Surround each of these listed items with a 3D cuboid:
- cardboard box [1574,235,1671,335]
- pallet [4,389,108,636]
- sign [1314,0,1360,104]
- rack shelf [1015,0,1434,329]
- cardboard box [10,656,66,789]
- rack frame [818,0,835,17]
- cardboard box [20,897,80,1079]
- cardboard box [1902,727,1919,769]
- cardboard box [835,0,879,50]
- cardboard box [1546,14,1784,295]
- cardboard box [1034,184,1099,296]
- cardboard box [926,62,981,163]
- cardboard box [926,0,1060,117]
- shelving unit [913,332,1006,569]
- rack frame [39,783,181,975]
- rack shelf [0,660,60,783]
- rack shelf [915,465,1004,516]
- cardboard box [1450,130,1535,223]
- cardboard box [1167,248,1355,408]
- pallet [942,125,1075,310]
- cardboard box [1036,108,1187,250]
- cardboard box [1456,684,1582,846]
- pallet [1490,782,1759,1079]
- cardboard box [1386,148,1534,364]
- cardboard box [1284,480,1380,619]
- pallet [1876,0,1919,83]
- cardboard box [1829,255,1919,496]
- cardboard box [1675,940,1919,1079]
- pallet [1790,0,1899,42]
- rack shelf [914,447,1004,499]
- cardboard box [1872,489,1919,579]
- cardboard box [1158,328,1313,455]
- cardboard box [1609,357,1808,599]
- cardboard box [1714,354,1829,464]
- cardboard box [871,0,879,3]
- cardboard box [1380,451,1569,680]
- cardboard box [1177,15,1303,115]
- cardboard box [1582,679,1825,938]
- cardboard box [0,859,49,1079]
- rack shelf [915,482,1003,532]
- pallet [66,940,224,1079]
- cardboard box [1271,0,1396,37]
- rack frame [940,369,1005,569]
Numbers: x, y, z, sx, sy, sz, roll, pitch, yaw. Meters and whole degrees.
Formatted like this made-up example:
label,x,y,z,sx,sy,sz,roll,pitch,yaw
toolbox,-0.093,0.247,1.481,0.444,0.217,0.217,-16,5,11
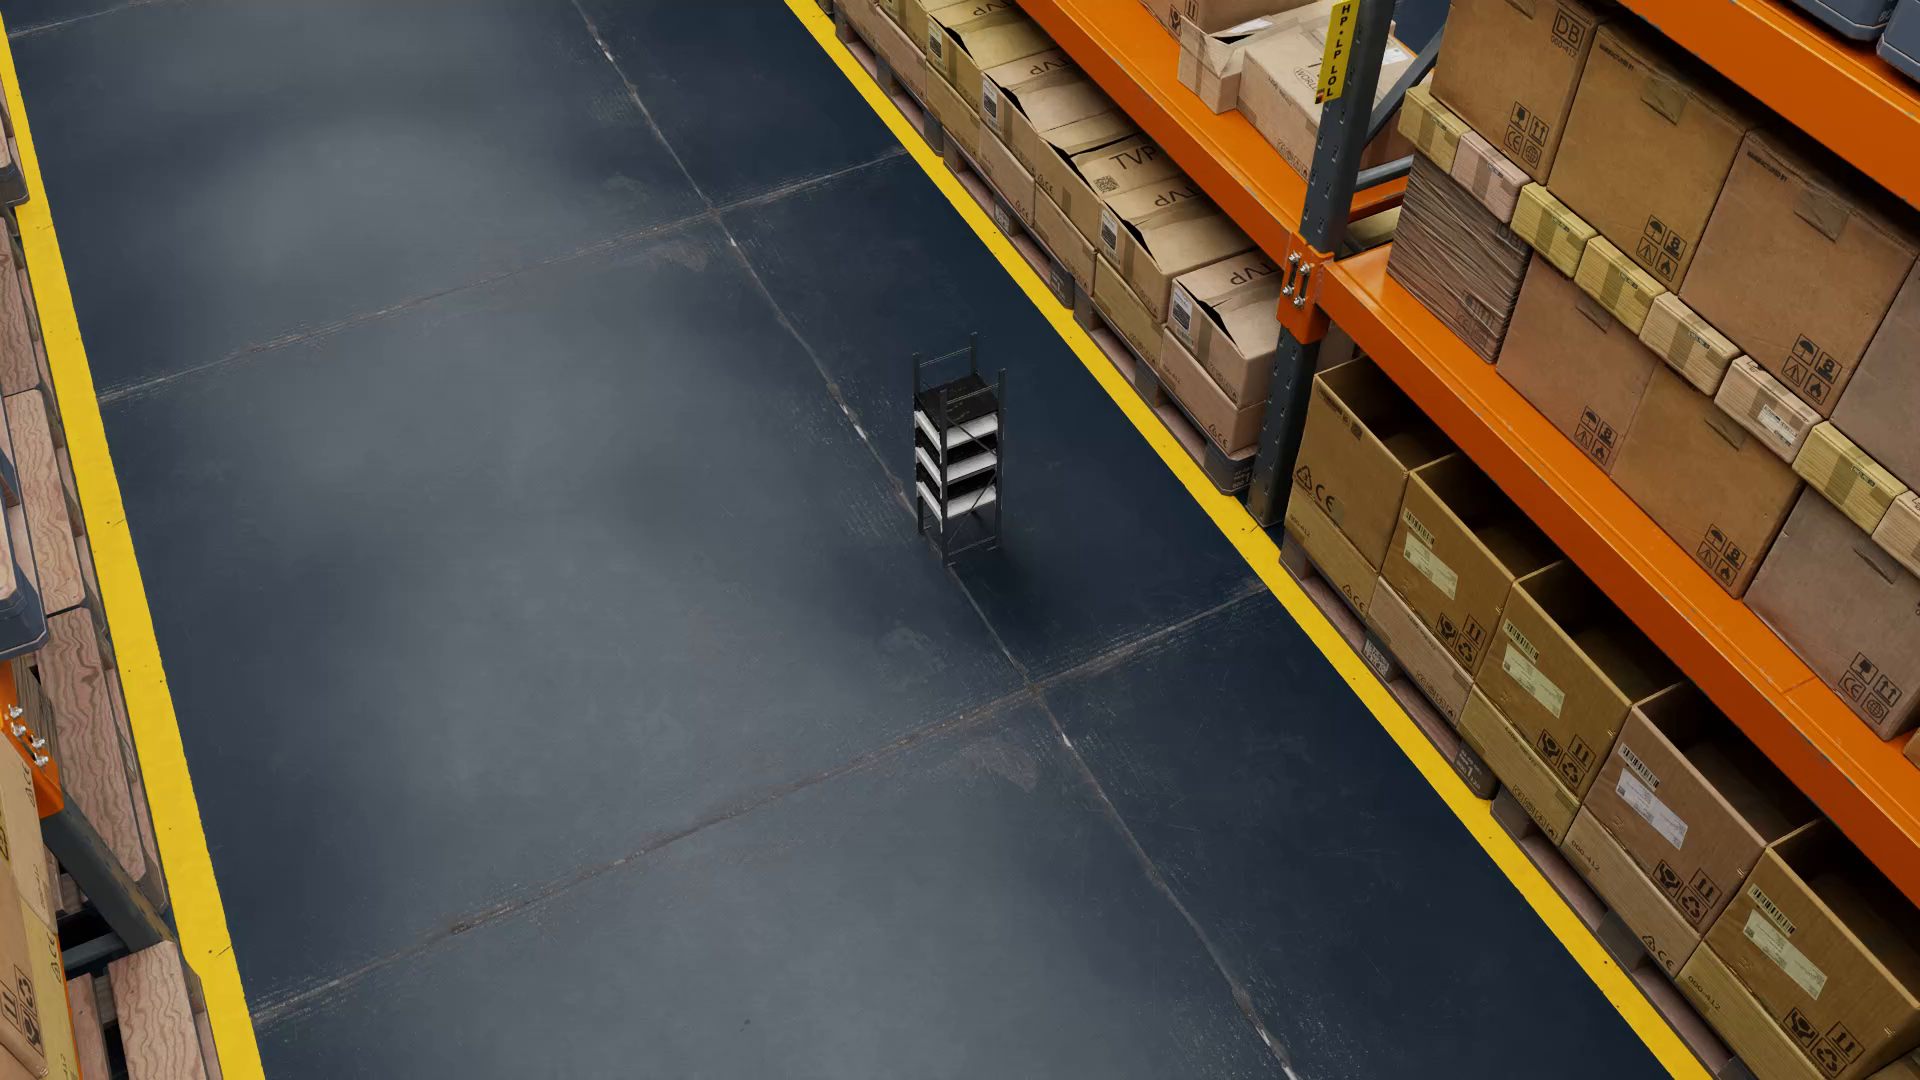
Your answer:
label,x,y,z,sx,sy,sz,roll,pitch,yaw
cardboard box,1.867,-0.723,4.393,0.380,0.149,0.250,-22,52,-18
pallet,-3.762,0.050,6.066,1.003,0.211,1.213,-21,52,-18
sign,1.083,-1.400,4.765,0.100,0.325,0.005,-21,52,-18
rack shelf,0.646,-2.340,6.782,1.077,0.370,4.000,-21,52,-18
cardboard box,-3.194,0.661,5.047,0.700,0.500,0.500,-20,52,-16
rack frame,-0.270,-3.916,7.682,1.000,3.000,0.127,-21,52,-18
cardboard box,-2.135,1.062,3.415,0.500,0.250,0.500,-21,52,-17
cardboard box,2.722,0.405,3.837,0.700,0.500,0.500,-21,52,-17
cardboard box,-0.291,-2.697,8.164,0.500,0.250,0.500,-21,52,-18
cardboard box,2.002,-1.066,4.261,0.700,0.500,0.500,-21,52,-18
cardboard box,0.649,-1.331,6.969,0.500,0.250,0.500,-20,52,-17
cardboard box,0.183,-2.015,7.567,0.500,0.250,0.500,-22,53,-18
cardboard box,0.188,-2.191,7.349,0.500,0.311,0.500,-22,53,-18
shelving unit,-0.004,-0.302,5.916,0.258,0.900,0.210,-21,52,-18
rack frame,-2.842,0.470,3.846,1.000,3.000,0.127,-21,52,-18
rack shelf,-3.757,-0.632,5.288,1.077,0.370,4.000,-21,52,-18
rack shelf,-0.004,-0.221,6.009,0.258,0.077,0.200,-21,52,-18
cardboard box,1.627,-1.071,4.696,0.380,0.149,0.250,-20,52,-17
cardboard box,1.121,-0.829,6.157,0.500,0.311,0.500,-21,52,-18
pallet,0.627,-1.618,7.525,1.003,0.211,1.213,-21,52,-18
cardboard box,0.651,-1.509,6.753,0.500,0.311,0.500,-21,52,-18
cardboard box,1.952,0.616,5.266,0.500,0.250,0.500,-21,52,-18
pallet,2.450,1.044,5.197,1.003,0.211,1.213,-21,52,-18
cardboard box,1.769,-0.977,5.045,0.700,0.500,0.500,-22,53,-18
cardboard box,1.503,-0.057,5.855,0.500,0.250,0.500,-21,52,-18
pallet,2.528,-0.820,3.040,1.003,0.211,1.213,-21,52,-18
cardboard box,2.458,-0.396,3.675,0.700,0.500,0.500,-21,52,-17
cardboard box,2.413,1.284,4.682,0.500,0.250,0.500,-21,52,-18
pallet,1.974,-1.635,3.753,1.003,0.211,1.213,-21,52,-18
rack shelf,-0.004,-0.280,5.941,0.258,0.077,0.200,-21,52,-18
cardboard box,2.335,-0.035,3.791,0.380,0.149,0.250,-22,52,-18
cardboard box,1.113,-0.649,6.373,0.500,0.250,0.500,-22,52,-18
cardboard box,2.243,-0.289,4.443,0.700,0.500,0.500,-20,52,-17
cardboard box,2.105,-0.377,4.090,0.380,0.149,0.250,-23,53,-19
cardboard box,-0.291,-2.882,7.953,0.500,0.311,0.500,-20,52,-16
cardboard box,1.730,0.032,5.279,0.500,0.500,0.500,-21,52,-18
cardboard box,0.995,-1.720,5.850,0.396,0.266,0.258,-22,52,-18
cardboard box,2.183,0.703,4.692,0.500,0.500,0.500,-21,52,-18
cardboard box,-2.117,0.808,3.139,0.500,0.500,0.500,-21,52,-18
rack shelf,-0.004,-0.161,6.077,0.258,0.077,0.200,-21,52,-18
pallet,-2.503,1.825,4.513,1.003,0.211,1.213,-21,52,-18
cardboard box,1.337,-1.819,6.015,0.380,0.149,0.250,-21,52,-18
rack frame,0.043,-0.234,5.857,0.240,0.900,0.006,-21,52,-18
